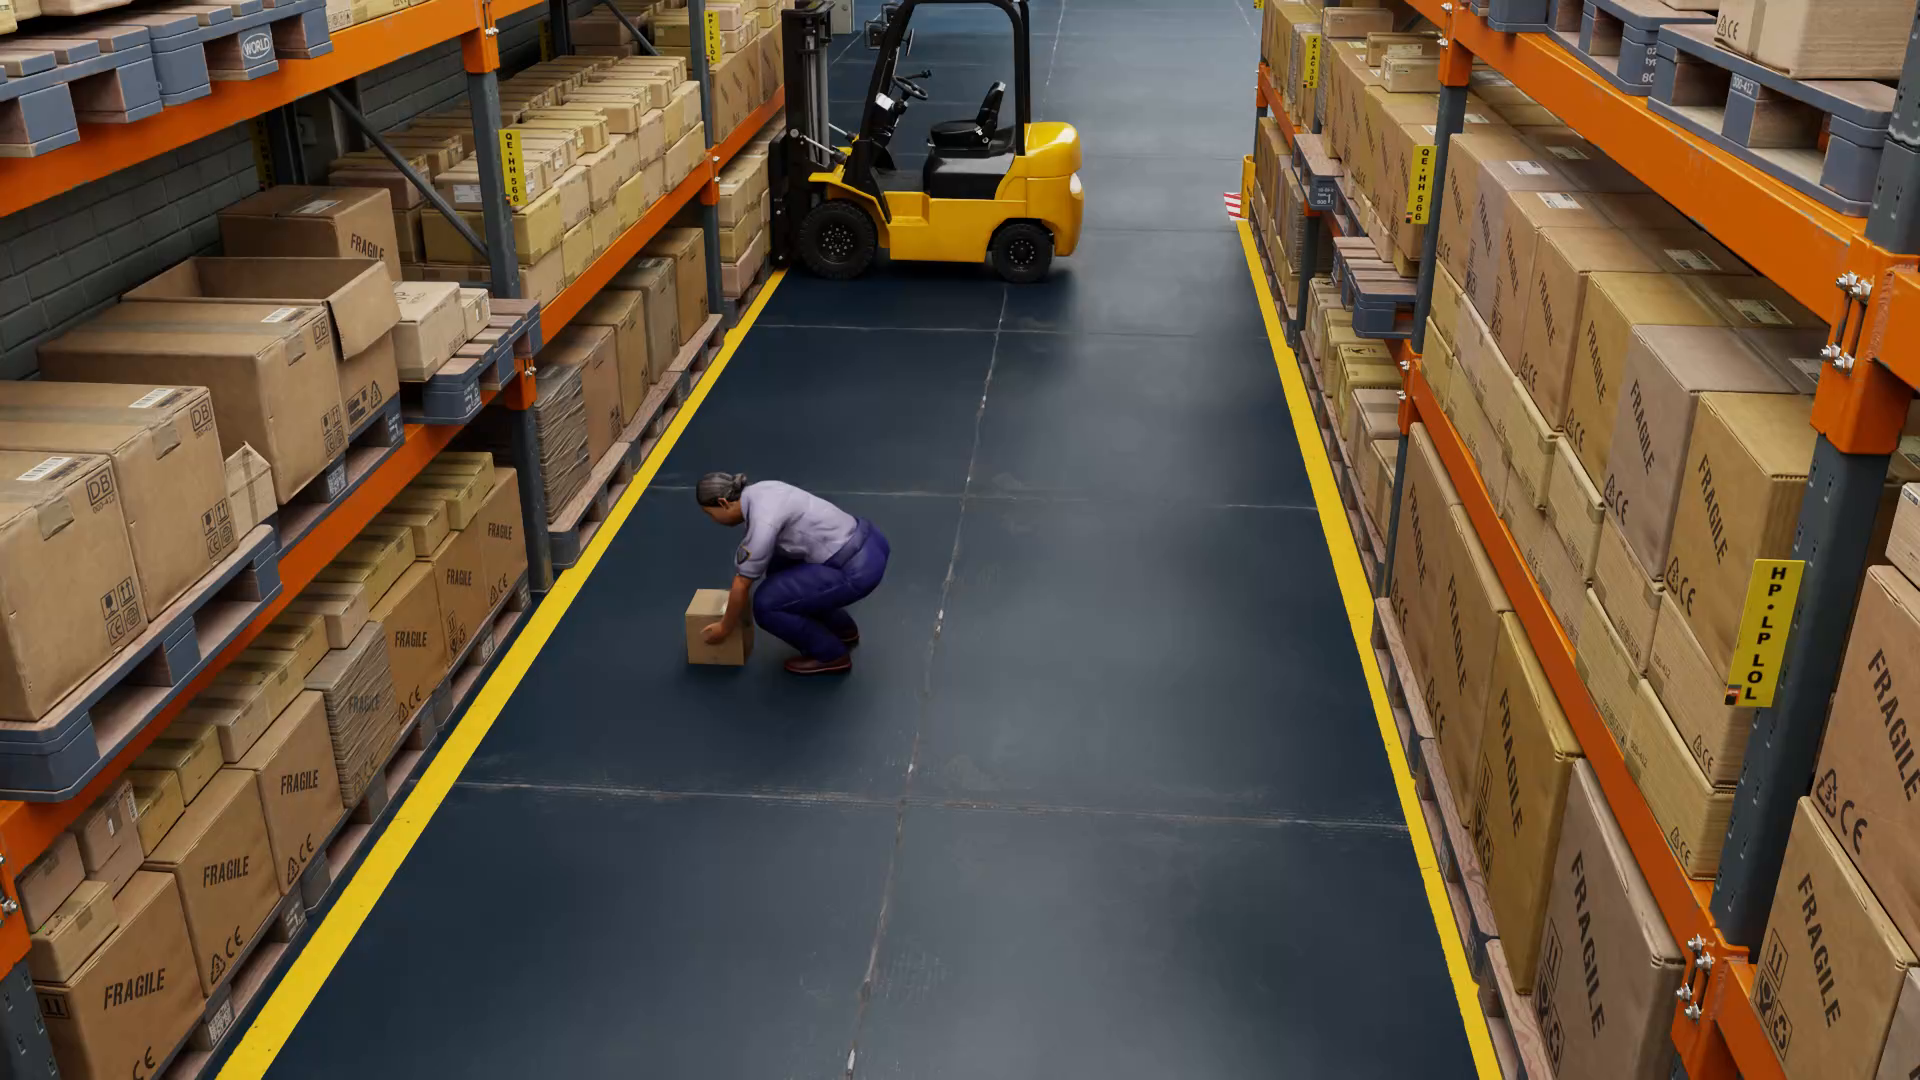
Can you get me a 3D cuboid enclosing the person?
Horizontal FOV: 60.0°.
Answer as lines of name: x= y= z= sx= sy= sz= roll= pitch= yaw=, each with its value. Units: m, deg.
person: x=-0.726 y=0.112 z=7.281 sx=0.822 sy=0.902 sz=0.526 roll=2 pitch=25 yaw=4
